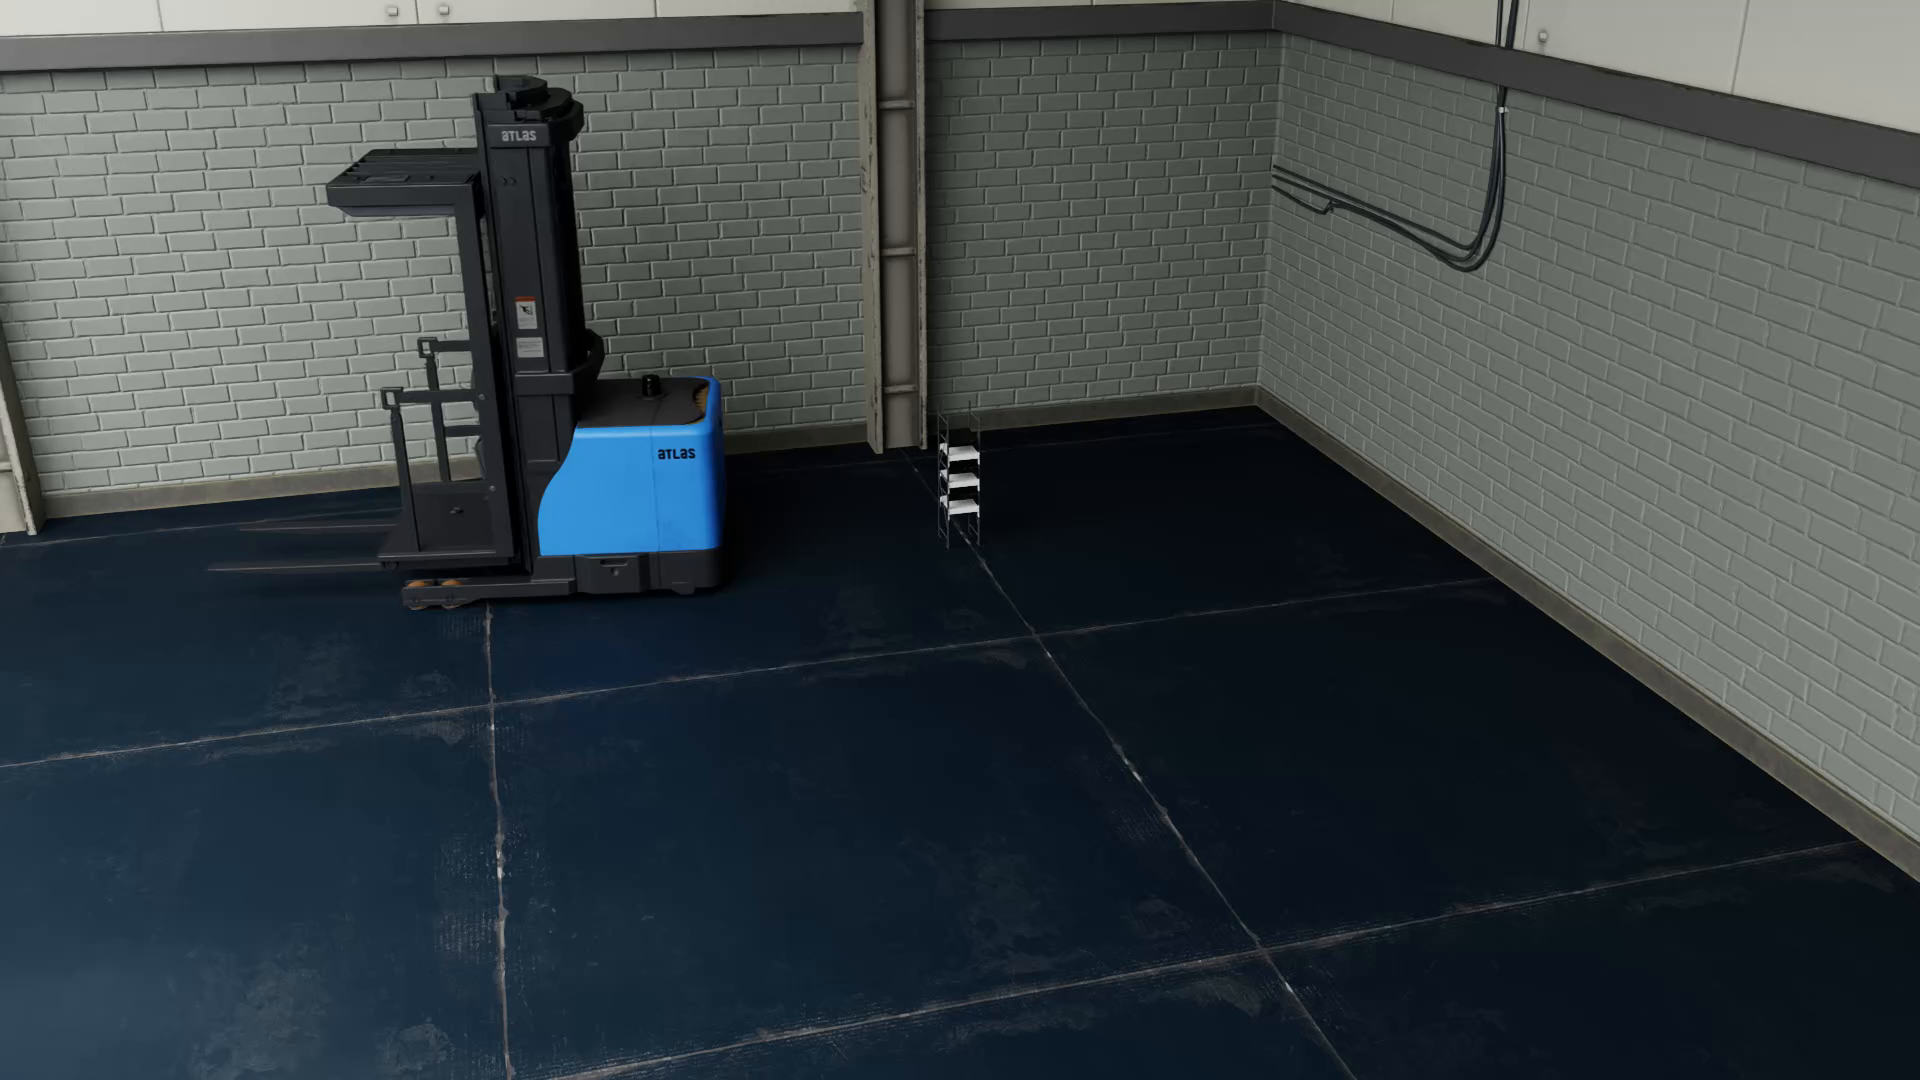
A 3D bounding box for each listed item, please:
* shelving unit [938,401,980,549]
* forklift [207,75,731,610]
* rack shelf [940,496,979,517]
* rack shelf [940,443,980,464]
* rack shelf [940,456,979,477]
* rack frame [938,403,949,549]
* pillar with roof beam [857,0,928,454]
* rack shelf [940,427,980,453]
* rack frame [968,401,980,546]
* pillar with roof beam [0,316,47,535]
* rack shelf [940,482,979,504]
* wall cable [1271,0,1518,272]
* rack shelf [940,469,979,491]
[{"bbox_3d":[-0.008,-0.413,10.571,0.210,0.900,0.258,-6,24,-14],"label":"shelving unit"},{"bbox_3d":[-2.956,-1.153,9.721,3.031,2.935,1.130,-2,23,-5],"label":"forklift"},{"bbox_3d":[-0.008,-0.217,10.655,0.200,0.077,0.258,-6,24,-14],"label":"rack shelf"},{"bbox_3d":[-0.008,-0.547,10.513,0.200,0.077,0.258,-6,24,-14],"label":"rack shelf"},{"bbox_3d":[-0.008,-0.465,10.548,0.200,0.077,0.258,-6,24,-14],"label":"rack shelf"},{"bbox_3d":[-0.106,-0.402,10.545,0.006,0.900,0.240,-6,24,-14],"label":"rack frame"},{"bbox_3d":[0.695,-3.215,6.831,0.400,9.000,9.100,-6,24,-14],"label":"pillar with roof beam"},{"bbox_3d":[-0.008,-0.630,10.477,0.200,0.077,0.258,-6,24,-14],"label":"rack shelf"},{"bbox_3d":[0.090,-0.424,10.596,0.006,0.900,0.240,-6,24,-14],"label":"rack frame"},{"bbox_3d":[-5.082,-2.576,5.342,0.400,9.000,9.100,-6,24,-14],"label":"pillar with roof beam"},{"bbox_3d":[-0.008,-0.299,10.619,0.200,0.077,0.258,-6,24,-14],"label":"rack shelf"},{"bbox_3d":[2.725,-3.234,10.814,0.112,2.526,3.097,-6,24,-14],"label":"wall cable"},{"bbox_3d":[-0.008,-0.382,10.584,0.200,0.077,0.258,-6,24,-14],"label":"rack shelf"}]
